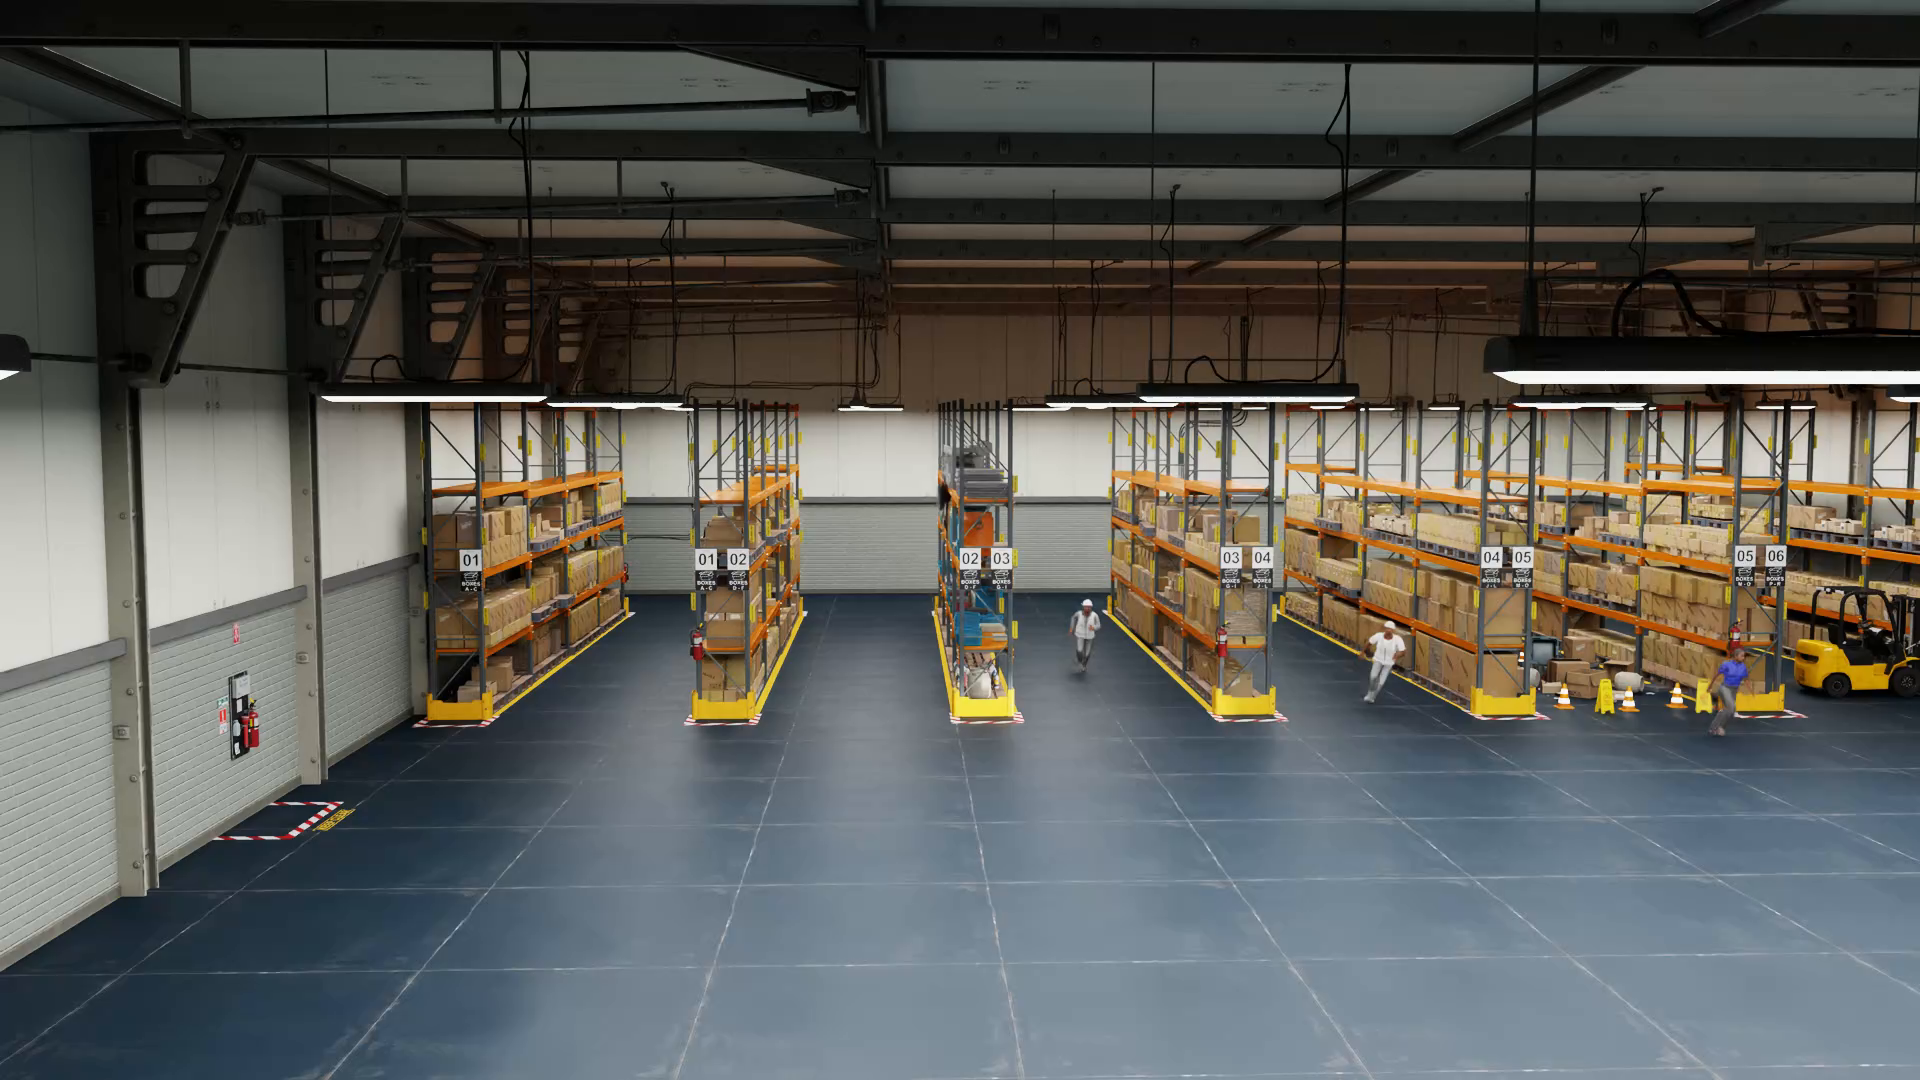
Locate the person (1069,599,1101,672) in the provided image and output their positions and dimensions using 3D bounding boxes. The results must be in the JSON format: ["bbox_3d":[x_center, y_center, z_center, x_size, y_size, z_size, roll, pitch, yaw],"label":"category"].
[{"bbox_3d":[2.753,2.106,36.599,0.653,1.645,0.960,0,4,-4],"label":"person"}]

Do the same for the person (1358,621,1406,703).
[{"bbox_3d":[8.317,2.412,32.720,0.879,1.642,0.729,1,4,8],"label":"person"}]

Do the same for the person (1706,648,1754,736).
[{"bbox_3d":[13.628,2.686,29.379,0.516,1.599,0.769,-2,5,-21],"label":"person"}]
